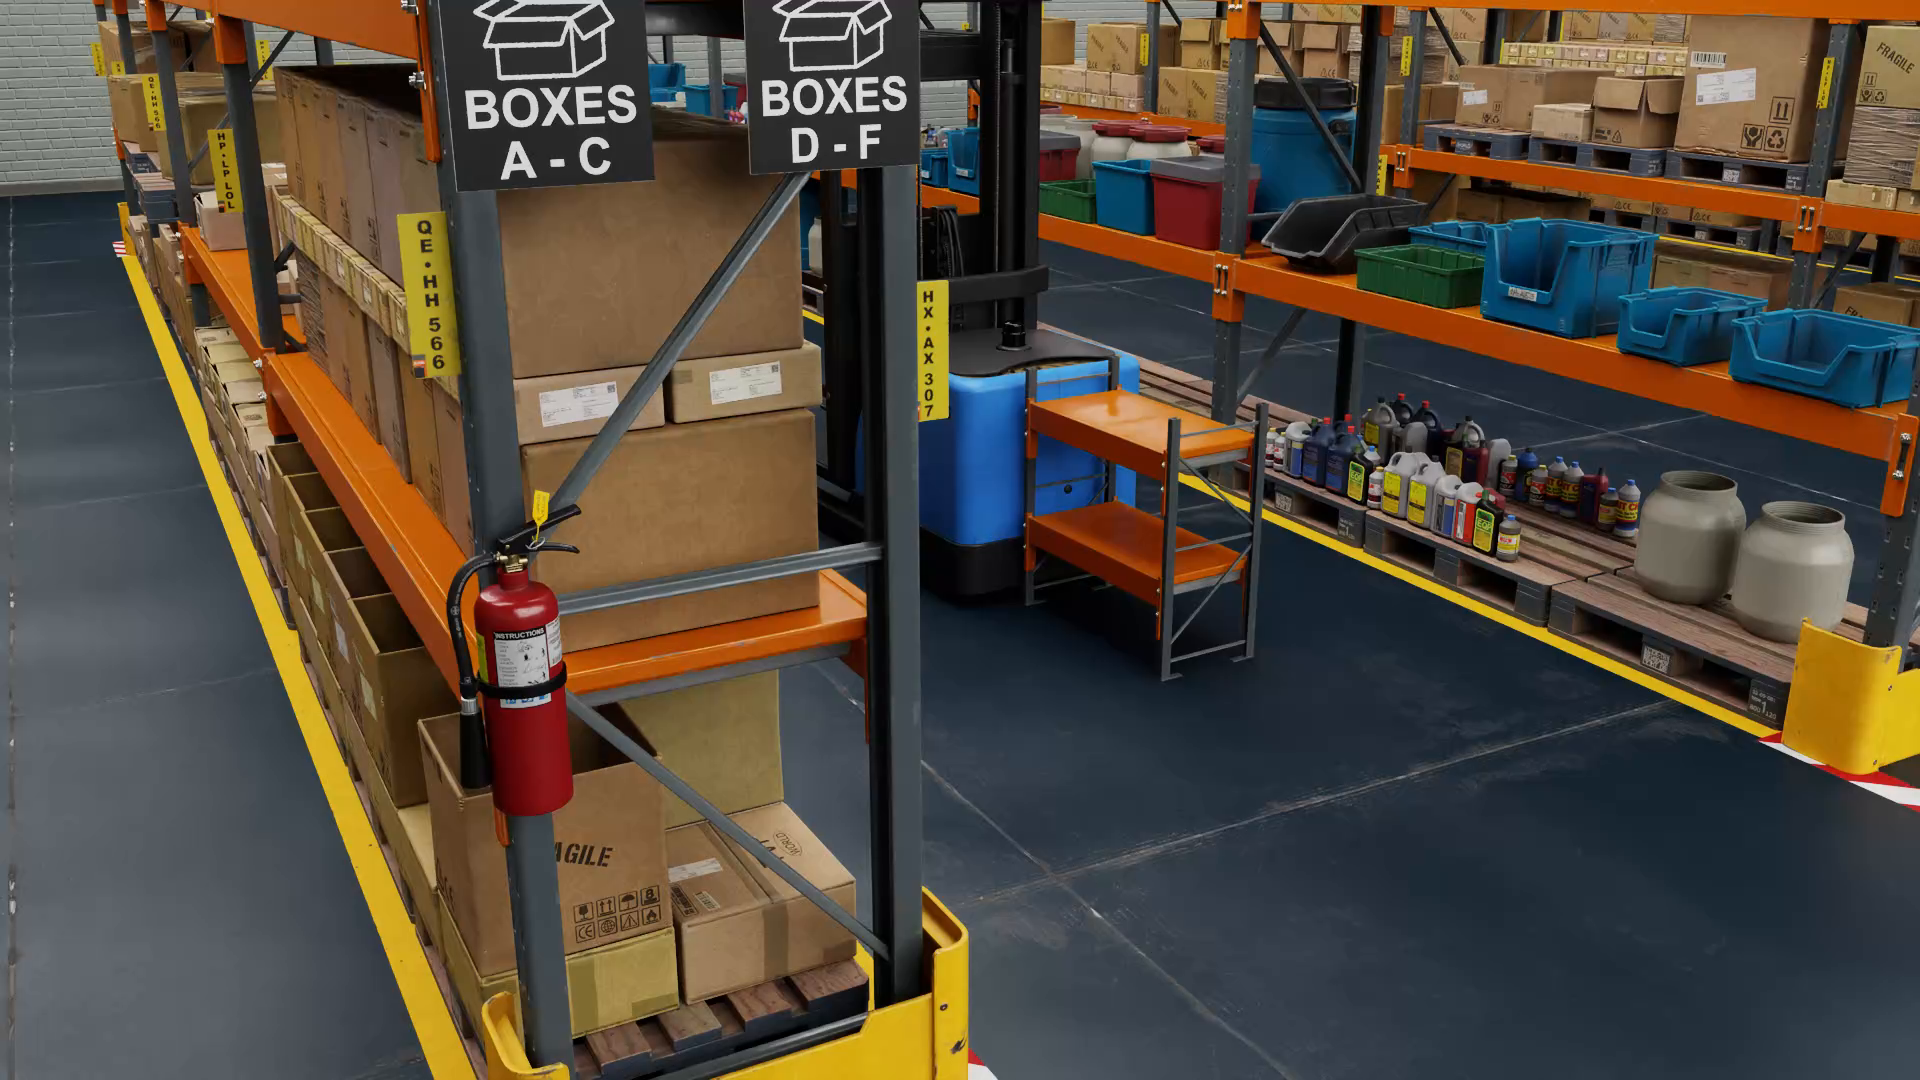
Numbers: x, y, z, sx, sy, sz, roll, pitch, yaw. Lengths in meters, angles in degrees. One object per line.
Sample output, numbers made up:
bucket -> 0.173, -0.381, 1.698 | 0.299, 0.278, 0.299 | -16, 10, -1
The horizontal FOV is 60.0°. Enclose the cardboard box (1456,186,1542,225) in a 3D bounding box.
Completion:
cardboard box -> 4.702, -2.927, 14.524 | 0.500, 0.250, 0.500 | -9, 21, -24

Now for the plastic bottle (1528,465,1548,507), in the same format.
plastic bottle -> 2.954, -0.280, 8.460 | 0.097, 0.201, 0.097 | 0, 19, 0

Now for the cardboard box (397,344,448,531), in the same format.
cardboard box -> -1.258, -0.381, 4.984 | 0.700, 0.500, 0.500 | -10, 21, -26

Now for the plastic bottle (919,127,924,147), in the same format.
plastic bottle -> -0.346, -3.355, 13.954 | 0.097, 0.271, 0.097 | 0, 19, 0

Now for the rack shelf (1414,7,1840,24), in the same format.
rack shelf -> 5.308, -4.238, 12.819 | 1.077, 0.370, 4.000 | -10, 21, -27

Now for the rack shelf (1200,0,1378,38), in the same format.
rack shelf -> 0.949, -3.471, 10.595 | 1.077, 0.370, 4.000 | -10, 21, -27

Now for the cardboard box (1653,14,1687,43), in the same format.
cardboard box -> 10.229, -7.322, 23.565 | 0.500, 0.500, 0.500 | -10, 21, -26

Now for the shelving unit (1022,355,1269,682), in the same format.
shelving unit -> 0.777, -0.130, 7.282 | 0.538, 1.125, 1.048 | -11, 22, -30

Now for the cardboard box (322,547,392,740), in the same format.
cardboard box -> -1.804, 0.306, 5.568 | 0.500, 0.500, 0.500 | -10, 21, -27

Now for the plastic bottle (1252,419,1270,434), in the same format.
plastic bottle -> 1.664, -0.578, 9.215 | 0.097, 0.271, 0.097 | 0, 19, 0

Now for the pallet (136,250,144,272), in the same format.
pallet -> -7.745, -2.929, 16.795 | 1.003, 0.211, 1.213 | -10, 21, -27

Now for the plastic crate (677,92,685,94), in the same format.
plastic crate -> -3.253, -4.961, 18.723 | 0.396, 0.136, 0.243 | -10, 21, -27

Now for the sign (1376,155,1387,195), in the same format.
sign -> 2.388, -2.032, 9.496 | 0.100, 0.325, 0.005 | -10, 21, -27

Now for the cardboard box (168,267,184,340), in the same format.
cardboard box -> -5.513, -1.758, 12.284 | 0.500, 0.500, 0.500 | -11, 22, -29

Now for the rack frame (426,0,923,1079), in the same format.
rack frame -> -0.563, 0.096, 3.755 | 1.000, 3.000, 0.127 | -10, 21, -27

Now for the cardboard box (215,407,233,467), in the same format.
cardboard box -> -3.880, -0.611, 9.376 | 0.500, 0.250, 0.500 | -11, 22, -28

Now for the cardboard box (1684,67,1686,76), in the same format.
cardboard box -> 7.880, -4.917, 17.566 | 0.380, 0.149, 0.250 | -9, 21, -25

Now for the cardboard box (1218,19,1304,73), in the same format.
cardboard box -> 3.085, -5.023, 16.898 | 0.797, 0.503, 0.637 | -10, 21, -26

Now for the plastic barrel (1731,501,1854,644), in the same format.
plastic barrel -> 3.418, 0.130, 6.826 | 0.421, 0.512, 0.421 | 0, 19, 0

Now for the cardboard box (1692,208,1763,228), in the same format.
cardboard box -> 8.228, -3.639, 17.766 | 0.500, 0.500, 0.500 | -10, 21, -27

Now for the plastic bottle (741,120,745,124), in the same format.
plastic bottle -> -1.968, -3.781, 15.296 | 0.097, 0.201, 0.097 | 0, 19, 0

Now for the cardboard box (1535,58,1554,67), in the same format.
cardboard box -> 6.902, -5.510, 19.285 | 0.380, 0.149, 0.250 | -9, 21, -25

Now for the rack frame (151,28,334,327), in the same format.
rack frame -> -4.362, -2.201, 10.411 | 1.000, 3.000, 0.127 | -10, 21, -27

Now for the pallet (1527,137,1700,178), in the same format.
pallet -> 5.334, -3.082, 13.257 | 1.003, 0.211, 1.213 | -10, 21, -27

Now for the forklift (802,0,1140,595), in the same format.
forklift -> -0.328, -1.561, 8.662 | 1.130, 2.935, 3.031 | -11, 22, -30

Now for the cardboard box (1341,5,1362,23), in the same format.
cardboard box -> 5.424, -6.964, 22.072 | 0.500, 0.500, 0.500 | -11, 22, -28

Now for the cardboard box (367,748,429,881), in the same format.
cardboard box -> -1.565, 0.804, 5.275 | 0.500, 0.250, 0.500 | -10, 21, -27

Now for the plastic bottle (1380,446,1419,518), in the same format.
plastic bottle -> 2.208, -0.302, 8.295 | 0.144, 0.351, 0.185 | -10, 21, -27

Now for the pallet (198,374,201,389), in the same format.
pallet -> -4.683, -1.103, 11.504 | 1.003, 0.211, 1.213 | -10, 21, -27

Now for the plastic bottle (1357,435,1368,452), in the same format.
plastic bottle -> 2.092, -0.418, 8.753 | 0.097, 0.271, 0.097 | 0, 19, 0

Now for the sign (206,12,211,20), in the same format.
sign -> -7.663, -5.274, 17.058 | 0.100, 0.325, 0.005 | -10, 21, -27

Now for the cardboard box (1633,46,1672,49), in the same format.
cardboard box -> 7.852, -5.523, 18.869 | 0.380, 0.149, 0.250 | -11, 22, -29

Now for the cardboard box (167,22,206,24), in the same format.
cardboard box -> -7.467, -4.787, 16.220 | 0.500, 0.500, 0.500 | -9, 21, -25

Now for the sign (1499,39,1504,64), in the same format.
sign -> 4.831, -4.331, 14.930 | 0.100, 0.325, 0.005 | -10, 21, -27

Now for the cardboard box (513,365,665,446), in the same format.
cardboard box -> -0.912, -0.338, 3.866 | 0.380, 0.149, 0.250 | -10, 22, -28

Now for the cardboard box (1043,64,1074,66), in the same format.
cardboard box -> 1.037, -5.628, 20.116 | 0.500, 0.250, 0.500 | -11, 22, -28

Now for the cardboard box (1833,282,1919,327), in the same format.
cardboard box -> 6.412, -1.482, 11.515 | 0.500, 0.500, 0.500 | -11, 22, -28

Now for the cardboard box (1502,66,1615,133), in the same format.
cardboard box -> 5.003, -3.686, 13.919 | 0.700, 0.500, 0.500 | -7, 20, -19

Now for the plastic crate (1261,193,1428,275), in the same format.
plastic crate -> 2.035, -1.619, 8.821 | 0.767, 0.338, 0.504 | -10, 21, -27

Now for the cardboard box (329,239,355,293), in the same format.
cardboard box -> -1.890, -0.930, 5.580 | 0.380, 0.149, 0.250 | -11, 22, -28

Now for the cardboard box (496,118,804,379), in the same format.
cardboard box -> -0.799, -0.716, 3.966 | 0.700, 0.500, 0.500 | -10, 21, -26

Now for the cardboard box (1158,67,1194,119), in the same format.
cardboard box -> 2.457, -4.759, 17.671 | 0.500, 0.500, 0.500 | -10, 21, -26

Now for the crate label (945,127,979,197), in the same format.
crate label -> 0.233, -2.657, 11.678 | 0.502, 0.435, 0.616 | -10, 21, -27

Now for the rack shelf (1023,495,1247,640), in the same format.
rack shelf -> 0.777, 0.102, 7.362 | 0.538, 0.278, 1.000 | -11, 22, -30

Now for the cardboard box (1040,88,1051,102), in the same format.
cardboard box -> 1.169, -5.318, 19.828 | 0.380, 0.149, 0.250 | -11, 22, -28

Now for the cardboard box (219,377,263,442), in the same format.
cardboard box -> -3.630, -0.725, 8.846 | 0.500, 0.311, 0.500 | -10, 22, -27

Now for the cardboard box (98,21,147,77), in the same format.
cardboard box -> -8.182, -4.849, 16.399 | 0.500, 0.500, 0.500 | -9, 21, -25

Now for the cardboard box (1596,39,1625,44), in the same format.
cardboard box -> 9.746, -7.141, 24.574 | 0.500, 0.500, 0.500 | -10, 21, -27

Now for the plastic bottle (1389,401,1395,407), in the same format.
plastic bottle -> 2.417, -0.656, 9.423 | 0.061, 0.283, 0.133 | -9, 21, -24

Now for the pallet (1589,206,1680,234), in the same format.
pallet -> 7.826, -3.730, 19.116 | 1.003, 0.211, 1.213 | -10, 21, -27

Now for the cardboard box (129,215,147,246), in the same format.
cardboard box -> -7.915, -3.062, 16.447 | 0.500, 0.250, 0.500 | -10, 21, -27

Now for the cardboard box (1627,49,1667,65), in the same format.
cardboard box -> 7.523, -5.276, 18.151 | 0.380, 0.149, 0.250 | -9, 21, -24

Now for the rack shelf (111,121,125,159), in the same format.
rack shelf -> -7.211, -3.583, 15.520 | 1.077, 0.370, 4.000 | -10, 21, -27
